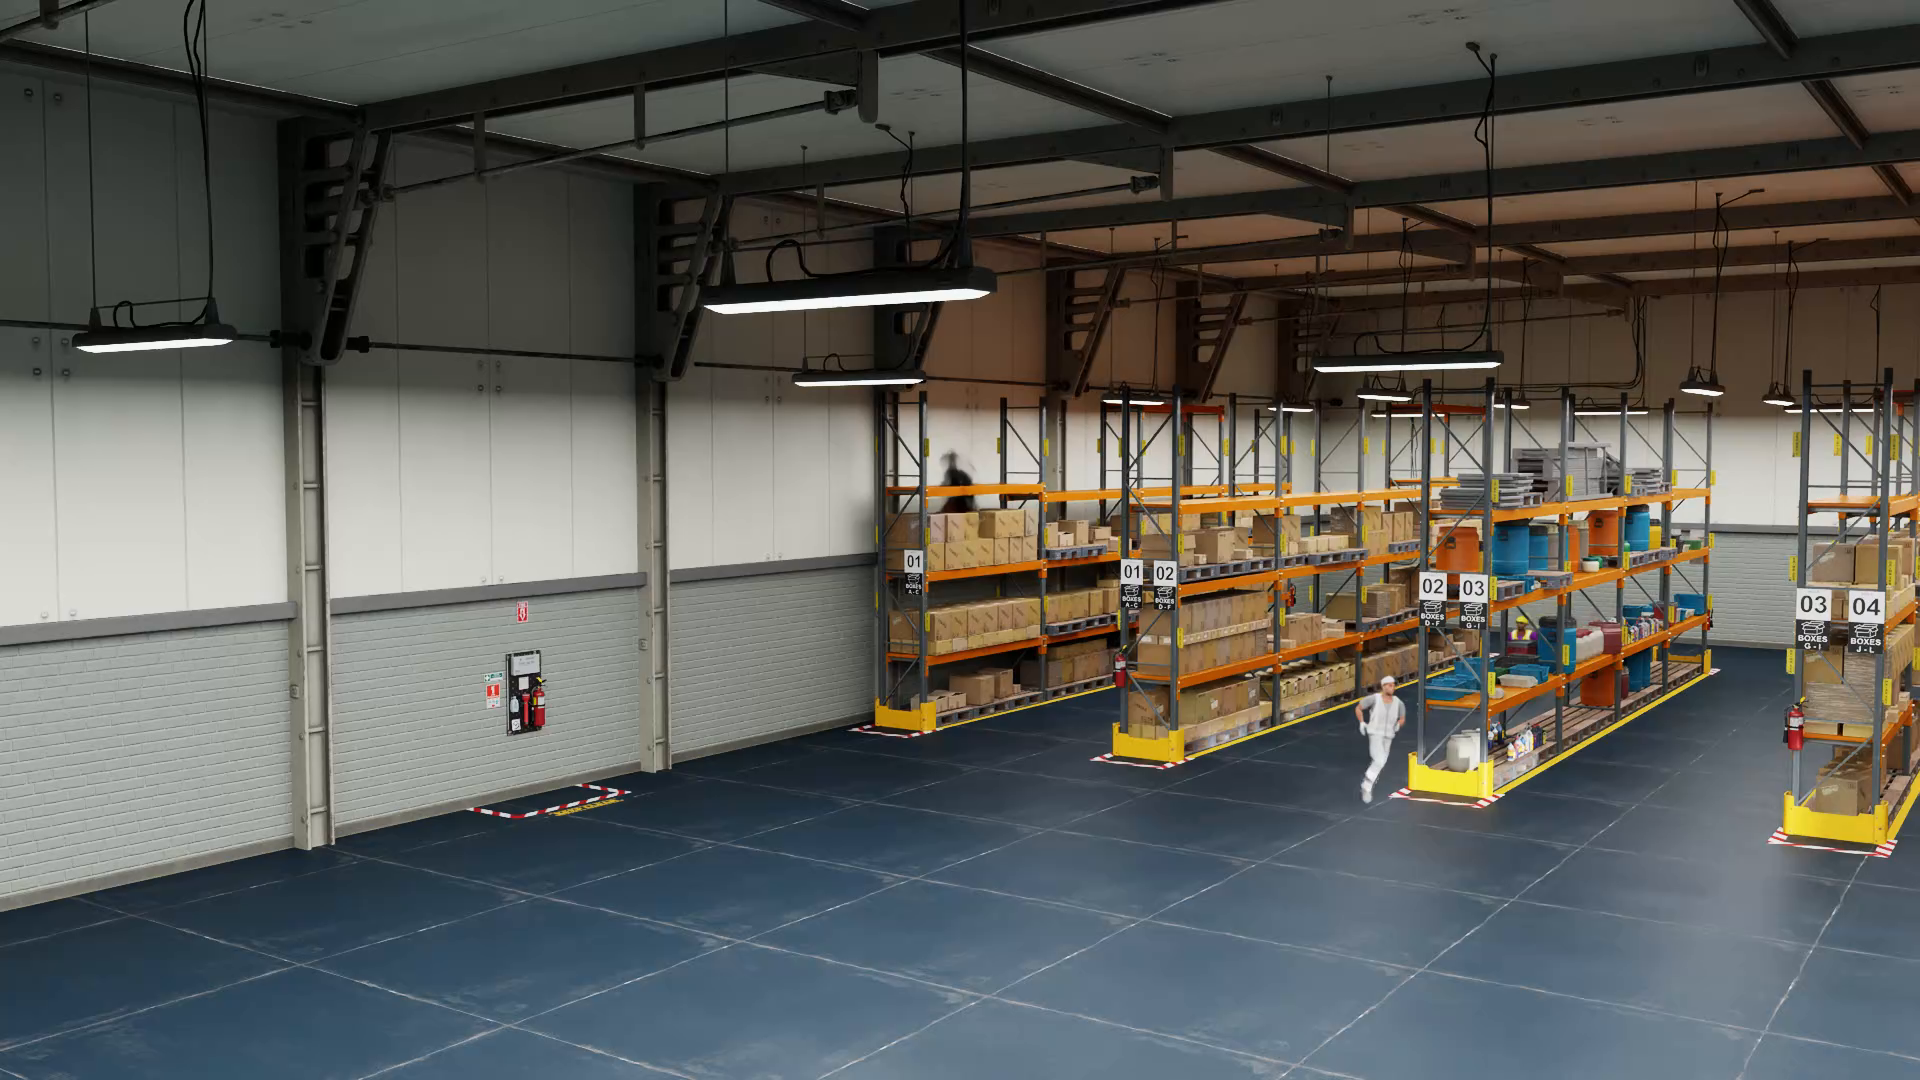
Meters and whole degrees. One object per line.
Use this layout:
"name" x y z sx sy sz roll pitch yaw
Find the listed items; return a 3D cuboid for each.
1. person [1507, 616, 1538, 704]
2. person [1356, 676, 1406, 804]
"person" 10.913 2.341 32.292 0.731 1.718 0.597 2 4 36
"person" 5.991 2.821 23.588 0.687 1.791 0.666 -1 3 -14
